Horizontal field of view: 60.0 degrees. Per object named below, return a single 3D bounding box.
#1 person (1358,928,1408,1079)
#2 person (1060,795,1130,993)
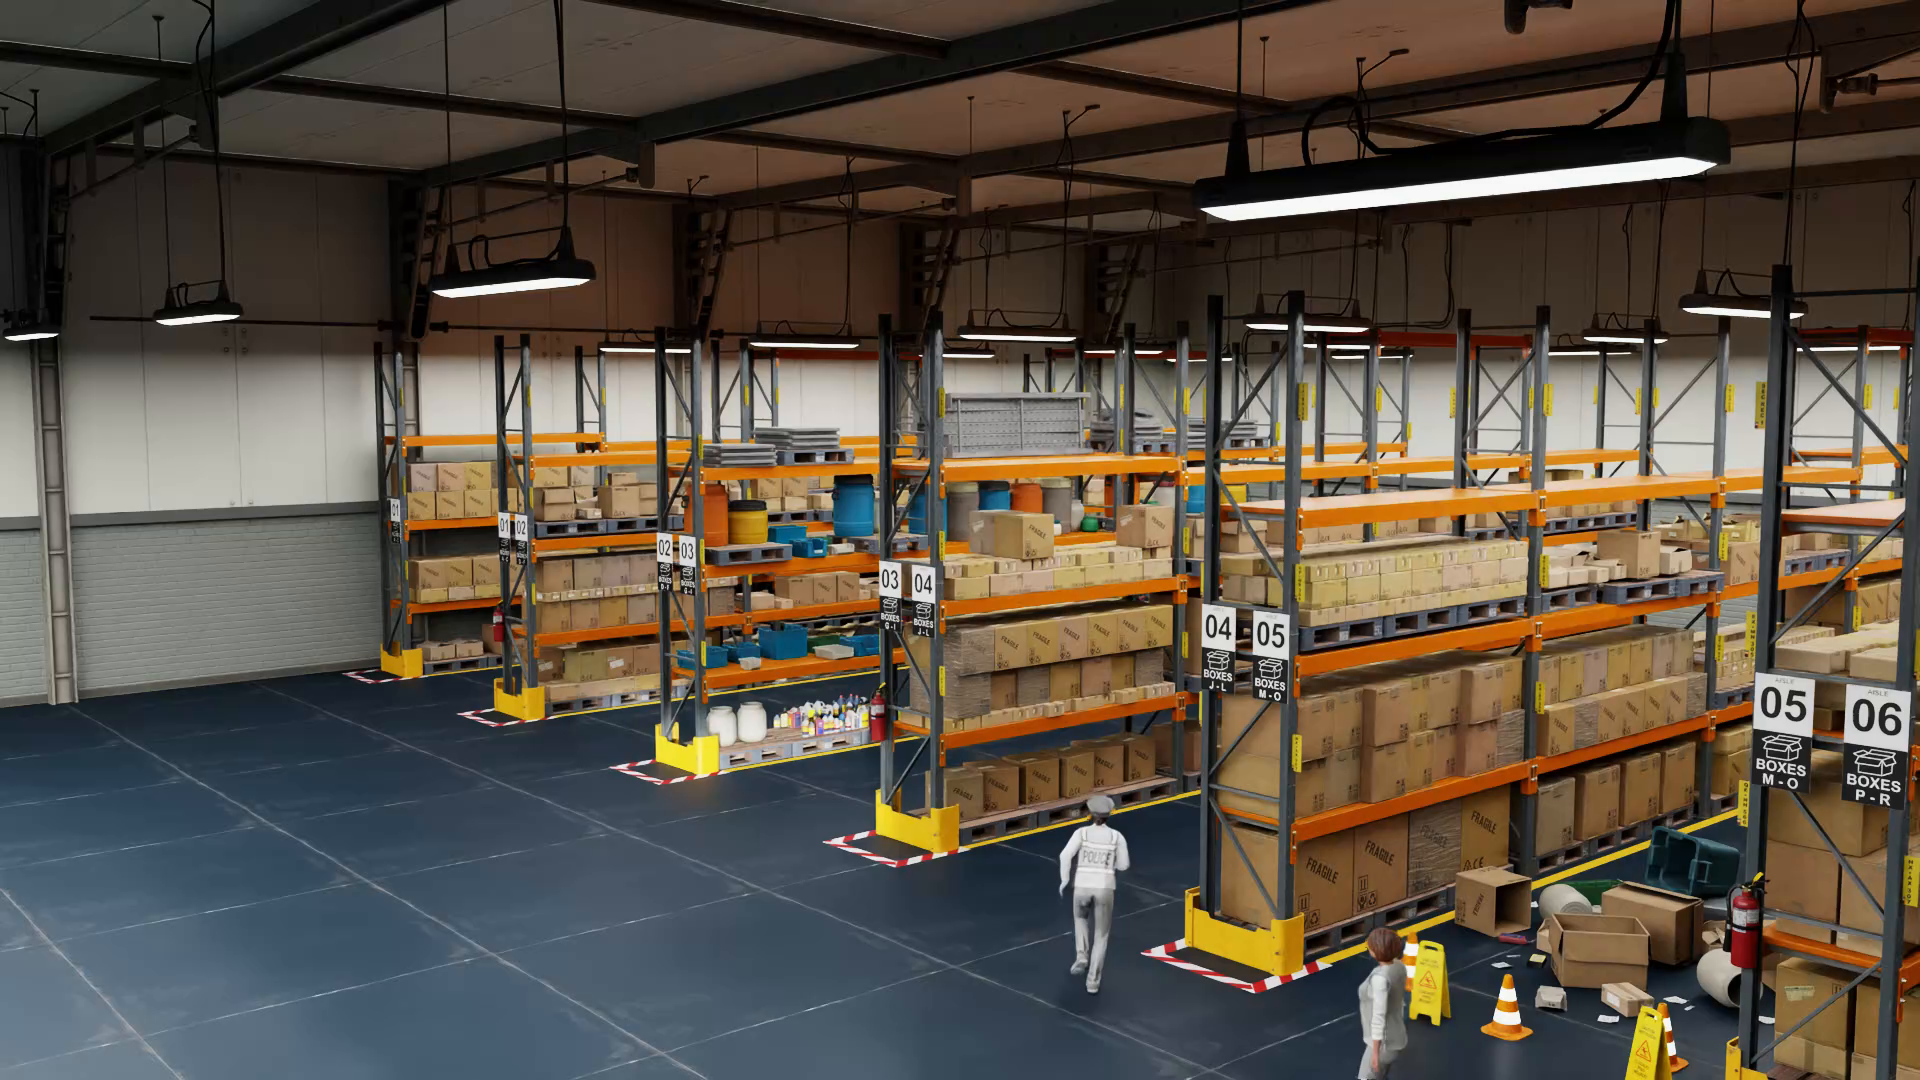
[{"bbox_3d":[2.881,3.363,11.060,0.659,1.562,0.419,2,6,21],"label":"person"},{"bbox_3d":[1.177,3.054,14.542,0.588,1.587,0.831,1,5,12],"label":"person"}]
